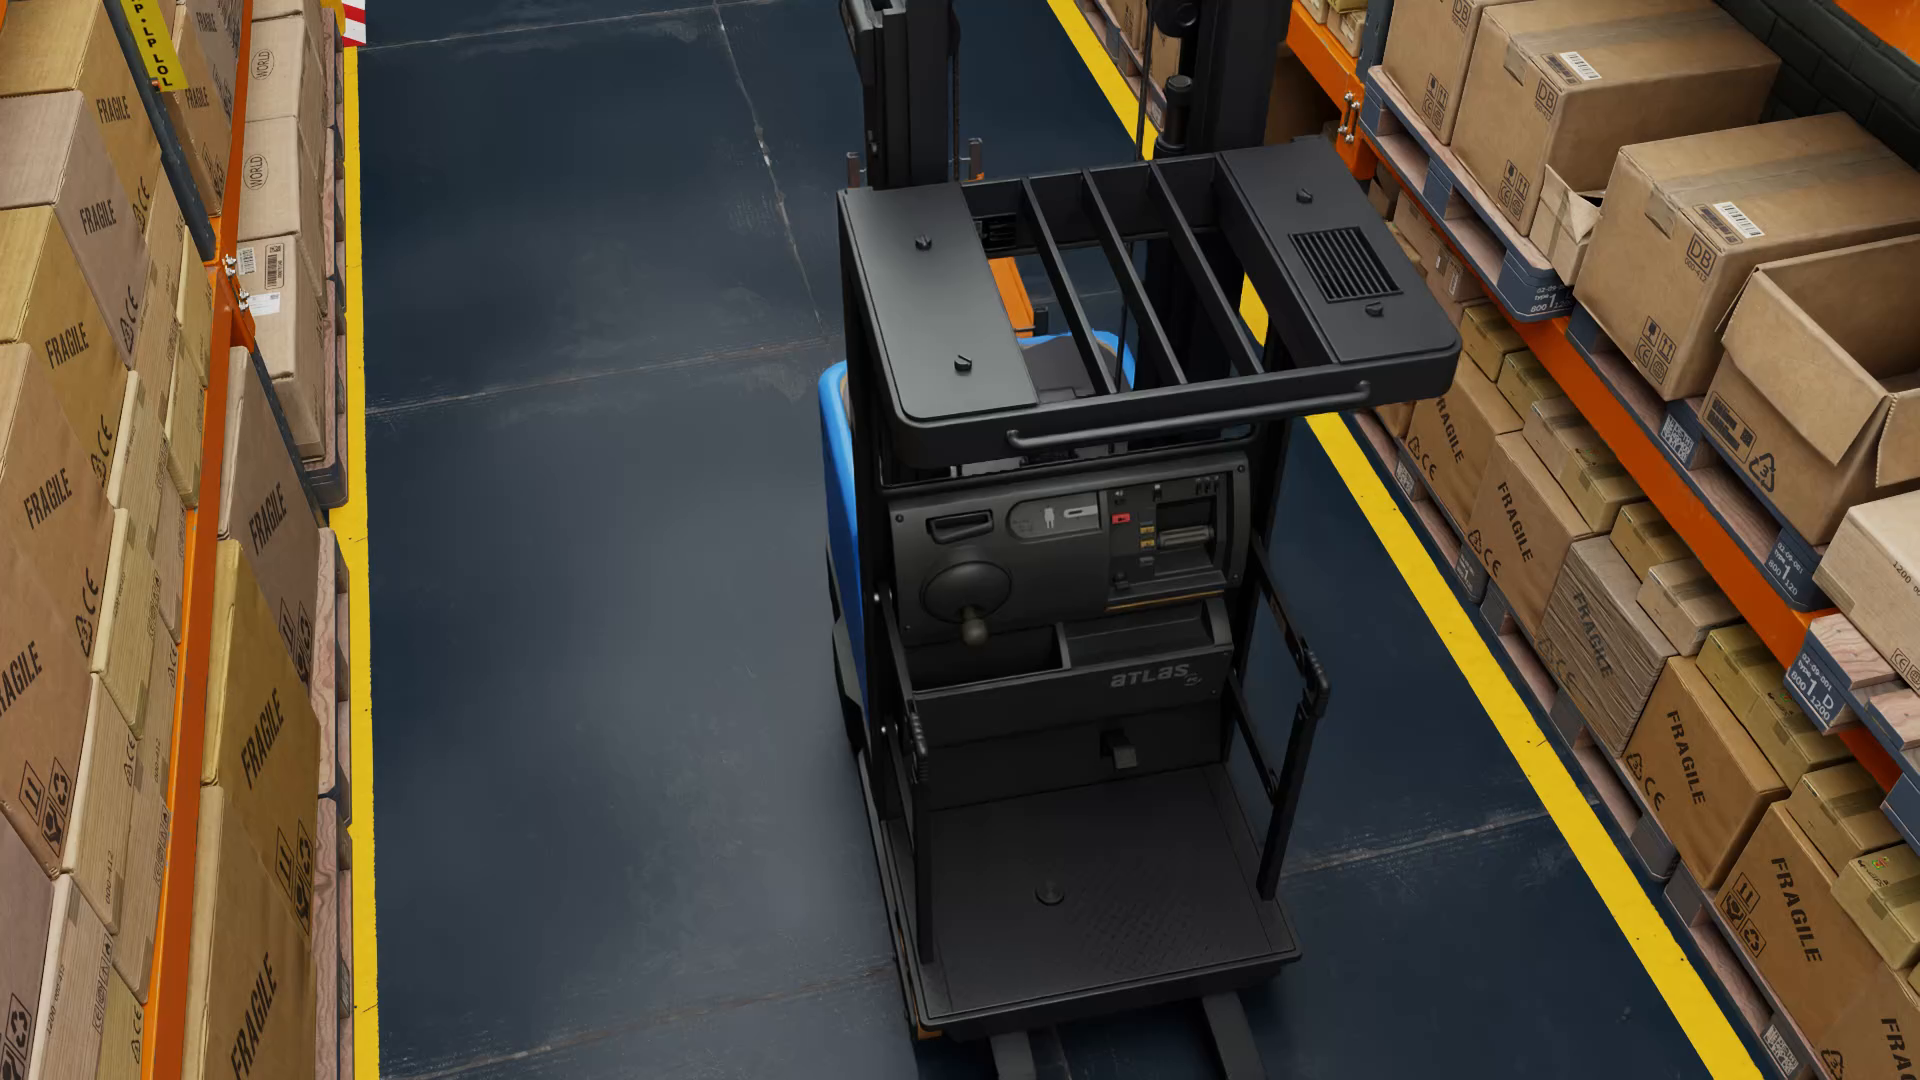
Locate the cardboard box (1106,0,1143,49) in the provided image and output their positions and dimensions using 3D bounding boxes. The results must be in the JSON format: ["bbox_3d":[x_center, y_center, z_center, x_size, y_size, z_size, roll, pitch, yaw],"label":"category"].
[{"bbox_3d":[1.159,-2.871,8.419,0.700,0.500,0.500,-9,46,-9],"label":"cardboard box"}]

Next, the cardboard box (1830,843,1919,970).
[{"bbox_3d":[2.490,0.911,4.259,0.380,0.149,0.250,-13,47,-12],"label":"cardboard box"}]

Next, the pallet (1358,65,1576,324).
[{"bbox_3d":[2.036,-1.235,5.495,1.003,0.211,1.213,-11,47,-10],"label":"pallet"}]

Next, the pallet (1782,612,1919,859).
[{"bbox_3d":[2.719,0.500,3.794,1.213,0.211,1.003,-11,47,-10],"label":"pallet"}]

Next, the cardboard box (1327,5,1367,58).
[{"bbox_3d":[1.611,-1.960,6.246,0.380,0.149,0.250,-10,46,-10],"label":"cardboard box"}]

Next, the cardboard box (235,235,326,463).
[{"bbox_3d":[-2.917,-0.667,6.303,0.875,0.438,0.875,-11,47,-11],"label":"cardboard box"}]

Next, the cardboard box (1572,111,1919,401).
[{"bbox_3d":[2.178,-0.782,4.552,0.700,0.500,0.500,-11,47,-11],"label":"cardboard box"}]

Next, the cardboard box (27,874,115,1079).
[{"bbox_3d":[-1.859,0.923,3.000,0.500,0.250,0.500,-10,46,-9],"label":"cardboard box"}]

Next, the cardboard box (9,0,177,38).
[{"bbox_3d":[-2.748,-1.722,5.067,0.500,0.500,0.500,-10,46,-10],"label":"cardboard box"}]

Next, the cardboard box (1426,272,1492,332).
[{"bbox_3d":[1.917,-0.900,6.033,0.380,0.149,0.250,-12,47,-11],"label":"cardboard box"}]

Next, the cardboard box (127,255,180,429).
[{"bbox_3d":[-2.377,-0.483,4.378,0.500,0.250,0.500,-10,46,-9],"label":"cardboard box"}]

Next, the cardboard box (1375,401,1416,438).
[{"bbox_3d":[1.843,-0.771,6.361,0.500,0.500,0.500,-9,46,-9],"label":"cardboard box"}]

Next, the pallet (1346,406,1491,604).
[{"bbox_3d":[2.182,-0.343,6.439,1.003,0.211,1.213,-11,47,-10],"label":"pallet"}]

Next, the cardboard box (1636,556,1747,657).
[{"bbox_3d":[2.277,0.173,4.982,0.380,0.149,0.250,-13,47,-12],"label":"cardboard box"}]

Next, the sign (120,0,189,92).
[{"bbox_3d":[-2.338,-1.447,4.813,0.100,0.325,0.005,-11,47,-10],"label":"sign"}]

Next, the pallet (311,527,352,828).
[{"bbox_3d":[-2.590,0.531,5.582,1.003,0.211,1.213,-11,47,-10],"label":"pallet"}]

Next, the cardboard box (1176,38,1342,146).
[{"bbox_3d":[1.425,-2.154,7.717,0.700,0.500,0.500,-12,47,-12],"label":"cardboard box"}]

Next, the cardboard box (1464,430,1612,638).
[{"bbox_3d":[2.113,-0.060,5.664,0.500,0.500,0.500,-12,47,-11],"label":"cardboard box"}]

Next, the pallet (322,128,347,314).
[{"bbox_3d":[-3.295,-1.371,7.446,1.003,0.211,1.213,-11,47,-10],"label":"pallet"}]

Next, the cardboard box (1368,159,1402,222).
[{"bbox_3d":[1.996,-1.579,7.286,0.500,0.311,0.500,-9,46,-9],"label":"cardboard box"}]

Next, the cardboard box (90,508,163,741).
[{"bbox_3d":[-2.091,0.224,3.685,0.500,0.250,0.500,-10,46,-10],"label":"cardboard box"}]

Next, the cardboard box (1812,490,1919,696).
[{"bbox_3d":[2.378,0.124,3.839,0.500,0.250,0.500,-13,47,-12],"label":"cardboard box"}]

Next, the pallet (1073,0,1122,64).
[{"bbox_3d":[1.137,-3.057,9.098,1.003,0.211,1.213,-11,47,-10],"label":"pallet"}]

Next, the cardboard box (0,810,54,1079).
[{"bbox_3d":[-1.863,0.687,2.706,0.500,0.500,0.500,-11,47,-10],"label":"cardboard box"}]

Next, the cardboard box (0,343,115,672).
[{"bbox_3d":[-2.106,-0.022,3.401,0.500,0.500,0.500,-10,46,-10],"label":"cardboard box"}]

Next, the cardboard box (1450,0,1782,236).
[{"bbox_3d":[1.977,-1.323,5.083,0.700,0.500,0.500,-10,46,-10],"label":"cardboard box"}]

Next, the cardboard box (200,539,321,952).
[{"bbox_3d":[-2.386,0.669,4.688,0.875,0.875,0.875,-9,46,-9],"label":"cardboard box"}]

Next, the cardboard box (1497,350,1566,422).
[{"bbox_3d":[2.077,-0.538,5.679,0.380,0.149,0.250,-11,47,-11],"label":"cardboard box"}]

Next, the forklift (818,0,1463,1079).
[{"bbox_3d":[0.333,0.121,4.079,1.130,2.935,3.031,-8,46,-8],"label":"forklift"}]

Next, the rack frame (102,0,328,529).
[{"bbox_3d":[-2.860,-0.964,5.094,1.000,3.000,0.127,-11,47,-10],"label":"rack frame"}]

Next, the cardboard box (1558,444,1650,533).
[{"bbox_3d":[2.166,-0.187,5.335,0.380,0.149,0.250,-9,46,-9],"label":"cardboard box"}]

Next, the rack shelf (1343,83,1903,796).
[{"bbox_3d":[2.449,-0.241,4.890,1.077,0.370,4.000,-11,47,-10],"label":"rack shelf"}]

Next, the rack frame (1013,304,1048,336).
[{"bbox_3d":[0.040,-0.331,5.786,0.500,1.125,0.032,-8,46,-8],"label":"rack frame"}]

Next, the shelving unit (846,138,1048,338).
[{"bbox_3d":[-0.063,-0.686,6.135,0.538,1.125,1.048,-8,46,-8],"label":"shelving unit"}]

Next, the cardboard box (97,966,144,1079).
[{"bbox_3d":[-1.867,1.115,3.162,0.500,0.250,0.500,-12,47,-11],"label":"cardboard box"}]

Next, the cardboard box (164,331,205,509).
[{"bbox_3d":[-2.373,-0.296,4.545,0.500,0.250,0.500,-11,47,-11],"label":"cardboard box"}]

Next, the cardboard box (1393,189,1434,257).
[{"bbox_3d":[1.830,-1.192,6.112,0.380,0.149,0.250,-11,47,-11],"label":"cardboard box"}]

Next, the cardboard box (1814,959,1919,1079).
[{"bbox_3d":[2.645,1.363,4.270,0.500,0.500,0.500,-9,46,-9],"label":"cardboard box"}]

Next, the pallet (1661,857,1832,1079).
[{"bbox_3d":[2.806,1.341,4.788,1.003,0.211,1.213,-11,47,-10],"label":"pallet"}]

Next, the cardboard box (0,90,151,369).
[{"bbox_3d":[-2.364,-0.730,4.095,0.500,0.500,0.500,-10,46,-10],"label":"cardboard box"}]

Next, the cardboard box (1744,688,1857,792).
[{"bbox_3d":[2.441,0.531,4.632,0.380,0.149,0.250,-9,46,-9],"label":"cardboard box"}]

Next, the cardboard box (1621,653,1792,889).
[{"bbox_3d":[2.390,0.655,4.964,0.500,0.500,0.500,-9,46,-9],"label":"cardboard box"}]

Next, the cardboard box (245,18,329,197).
[{"bbox_3d":[-3.376,-1.908,7.519,0.875,0.438,0.875,-10,46,-9],"label":"cardboard box"}]

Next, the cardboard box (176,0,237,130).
[{"bbox_3d":[-2.852,-1.719,5.764,0.500,0.500,0.500,-10,47,-10],"label":"cardboard box"}]

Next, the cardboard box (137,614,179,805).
[{"bbox_3d":[-2.125,0.412,3.851,0.500,0.250,0.500,-11,47,-10],"label":"cardboard box"}]

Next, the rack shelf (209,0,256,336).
[{"bbox_3d":[-3.372,-2.093,6.704,1.077,0.370,4.000,-11,47,-10],"label":"rack shelf"}]
